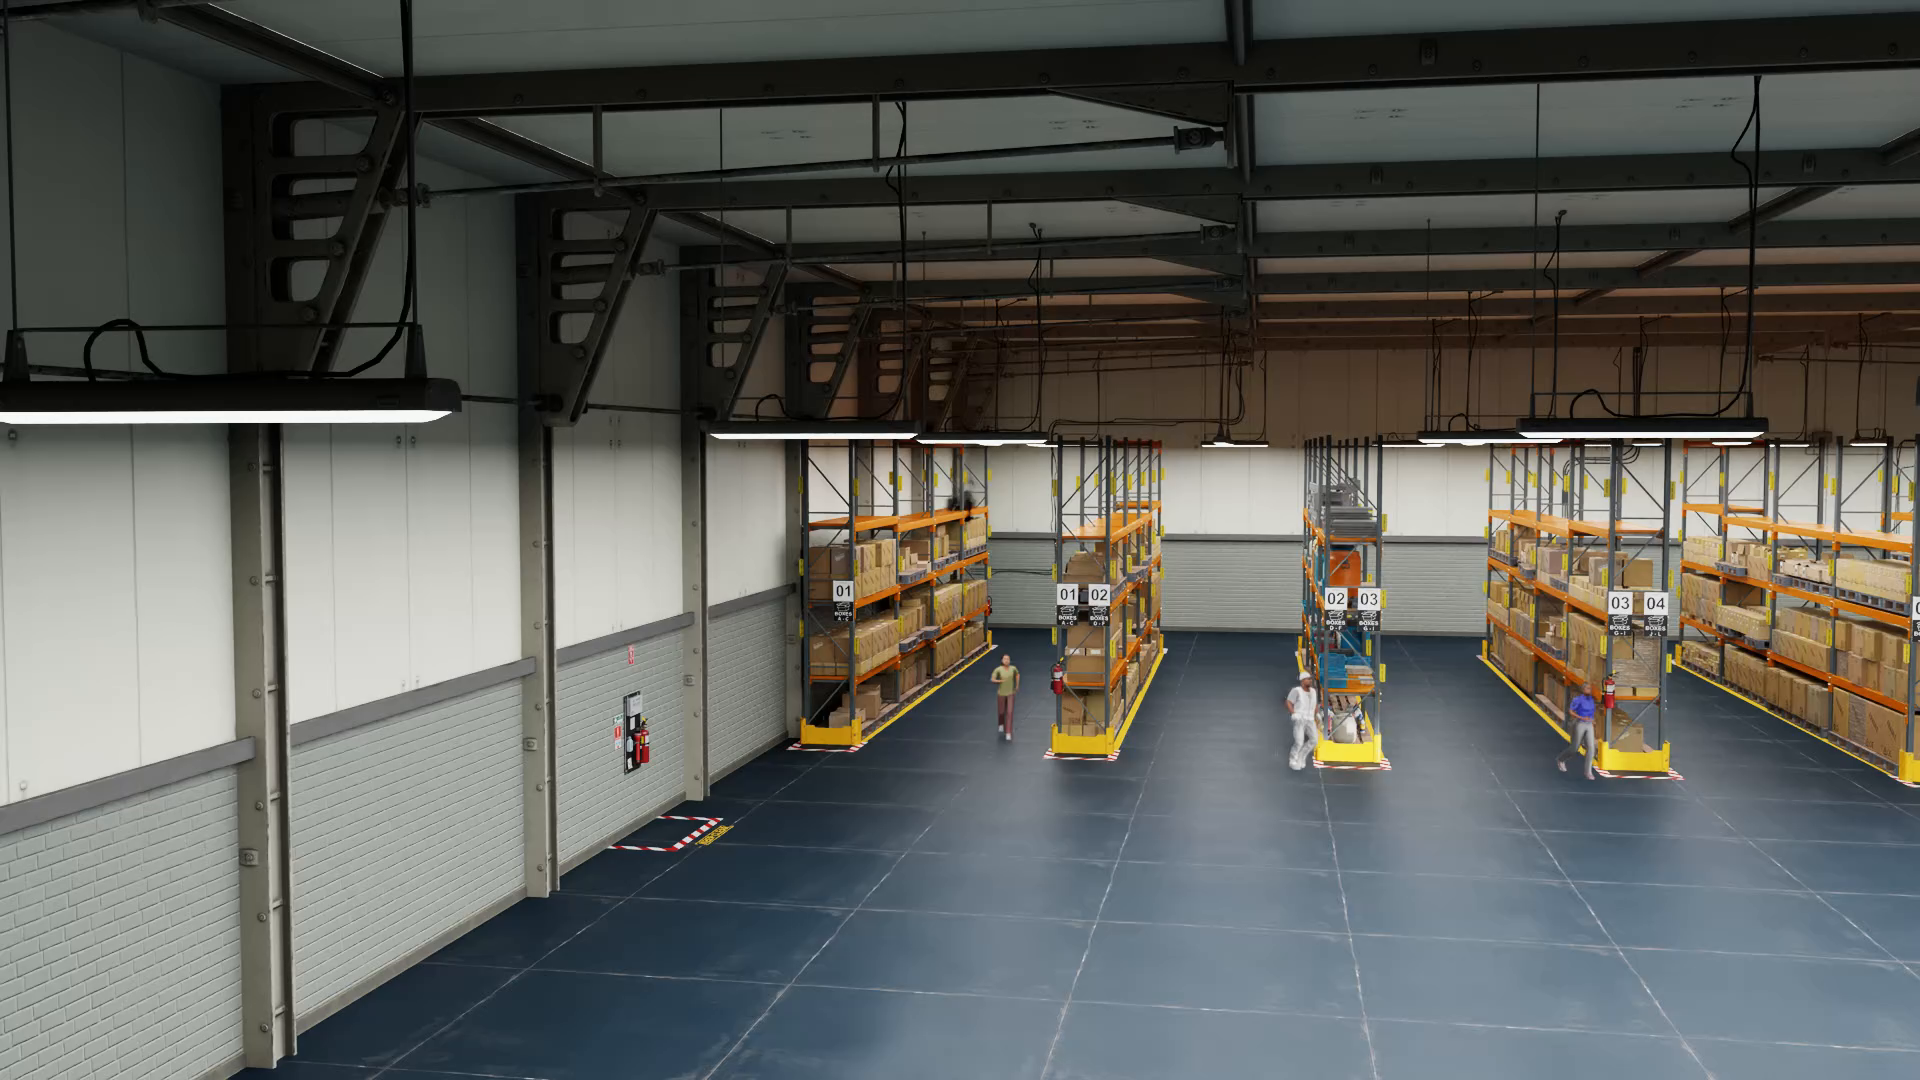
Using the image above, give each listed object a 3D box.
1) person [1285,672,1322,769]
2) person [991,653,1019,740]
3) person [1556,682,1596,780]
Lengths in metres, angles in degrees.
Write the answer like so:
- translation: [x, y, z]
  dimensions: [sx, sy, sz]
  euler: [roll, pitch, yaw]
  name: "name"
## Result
- translation: [6.204, 3.241, 29.815]
  dimensions: [0.745, 1.727, 0.572]
  euler: [-1, 3, -21]
  name: "person"
- translation: [0.903, 3.074, 33.025]
  dimensions: [0.607, 1.658, 0.936]
  euler: [0, 3, -6]
  name: "person"
- translation: [10.917, 3.316, 29.168]
  dimensions: [0.610, 1.651, 0.879]
  euler: [-1, 3, -19]
  name: "person"
